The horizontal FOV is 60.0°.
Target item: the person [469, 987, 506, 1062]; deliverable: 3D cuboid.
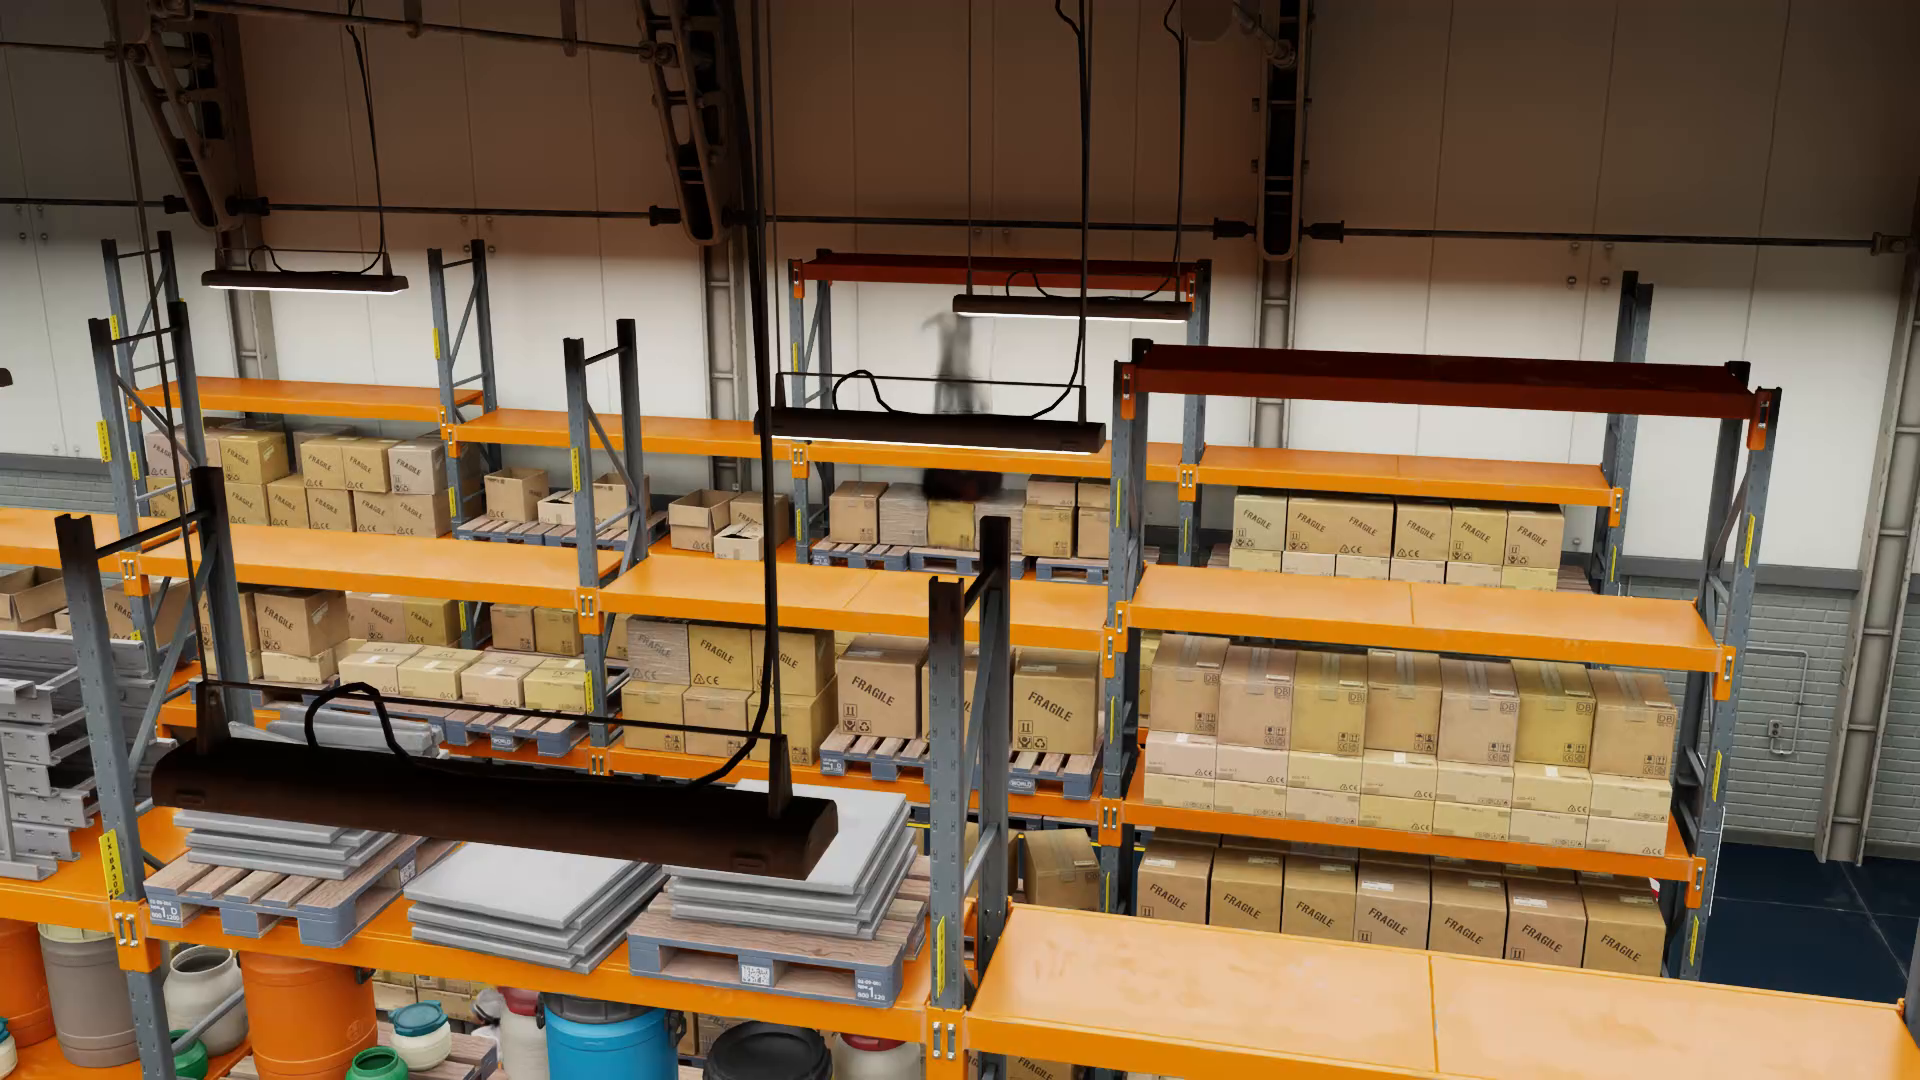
[{"bbox_3d":[-3.321,3.976,11.907,0.601,1.669,0.640,2,16,5],"label":"person"}]
